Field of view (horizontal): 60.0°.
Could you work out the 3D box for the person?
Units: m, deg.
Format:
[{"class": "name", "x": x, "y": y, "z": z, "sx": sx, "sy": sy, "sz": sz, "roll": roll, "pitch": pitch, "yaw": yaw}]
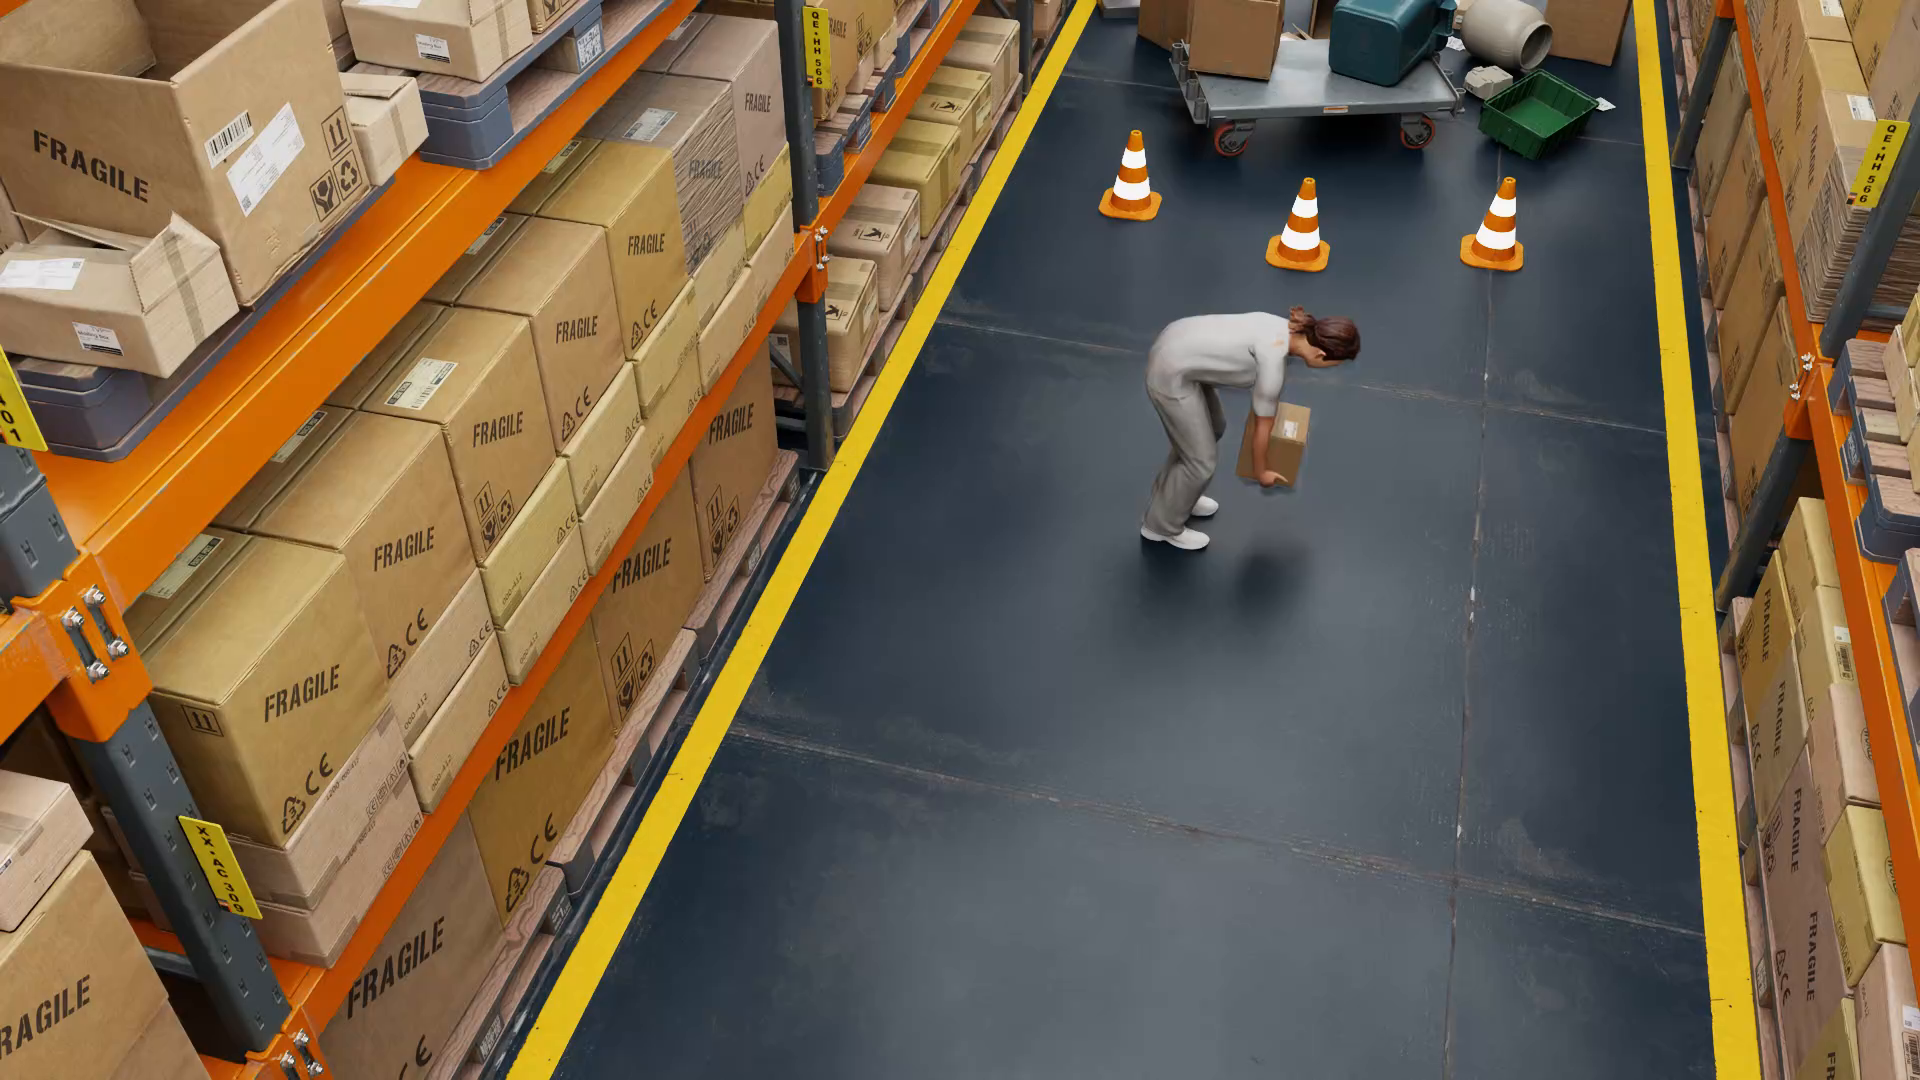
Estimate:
[{"class": "person", "x": 1.197, "y": -0.485, "z": 7.083, "sx": 0.853, "sy": 1.192, "sz": 0.417, "roll": 9, "pitch": 42, "yaw": 10}]
